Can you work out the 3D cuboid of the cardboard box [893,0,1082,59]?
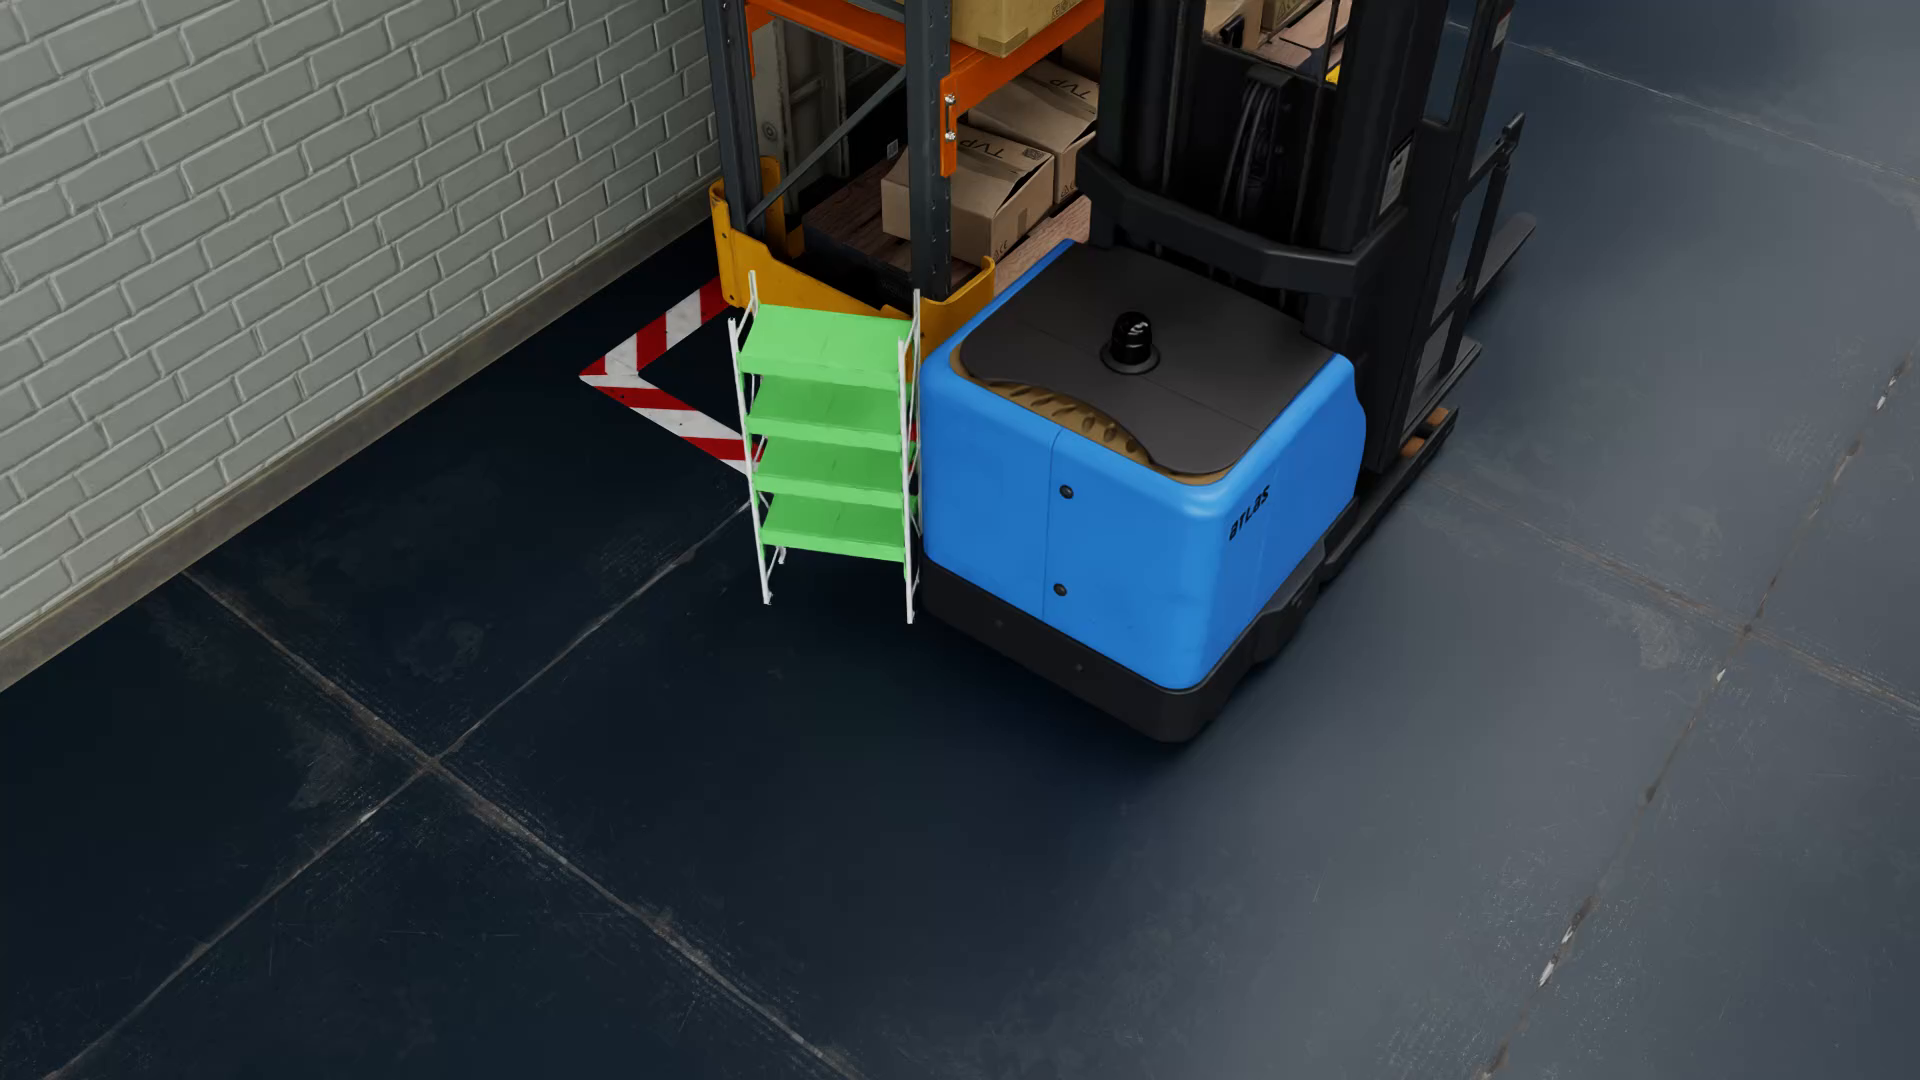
[{"bbox_3d":[0.088,-1.907,5.587,0.500,0.250,0.500,28,52,24],"label":"cardboard box"}]

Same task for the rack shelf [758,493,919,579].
[{"bbox_3d":[-0.385,-0.044,5.382,0.480,0.148,0.258,7,47,7],"label":"rack shelf"}]

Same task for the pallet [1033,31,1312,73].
[{"bbox_3d":[0.856,-2.038,7.551,1.003,0.211,1.213,29,53,25],"label":"pallet"}]

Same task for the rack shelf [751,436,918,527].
[{"bbox_3d":[-0.385,-0.209,5.209,0.480,0.148,0.258,7,47,7],"label":"rack shelf"}]

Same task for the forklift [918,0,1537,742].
[{"bbox_3d":[1.148,-1.420,5.080,1.130,2.935,3.031,28,52,24],"label":"forklift"}]

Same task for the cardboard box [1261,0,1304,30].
[{"bbox_3d":[1.381,-2.779,7.755,0.500,0.500,0.500,25,51,22],"label":"cardboard box"}]

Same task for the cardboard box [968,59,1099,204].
[{"bbox_3d":[0.381,-1.719,6.873,0.500,0.311,0.500,34,55,28],"label":"cardboard box"}]

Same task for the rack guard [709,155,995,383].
[{"bbox_3d":[-0.415,-0.993,6.353,1.175,0.500,0.348,29,53,25],"label":"rack guard"}]

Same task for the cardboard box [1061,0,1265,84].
[{"bbox_3d":[0.869,-2.182,7.184,0.700,0.500,0.500,26,52,23],"label":"cardboard box"}]

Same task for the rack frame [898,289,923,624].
[{"bbox_3d":[-0.144,-0.222,5.132,0.015,1.200,0.240,7,47,7],"label":"rack frame"}]

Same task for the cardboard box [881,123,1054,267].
[{"bbox_3d":[0.033,-1.392,6.561,0.500,0.311,0.500,24,51,21],"label":"cardboard box"}]

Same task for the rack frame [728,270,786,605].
[{"bbox_3d":[-0.625,-0.285,5.193,0.015,1.200,0.240,7,47,7],"label":"rack frame"}]

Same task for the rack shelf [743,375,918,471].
[{"bbox_3d":[-0.385,-0.375,5.035,0.480,0.148,0.258,7,47,7],"label":"rack shelf"}]

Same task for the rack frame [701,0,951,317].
[{"bbox_3d":[-0.462,-1.813,5.408,1.000,3.000,0.127,29,53,25],"label":"rack frame"}]

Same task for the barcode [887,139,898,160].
[{"bbox_3d":[-0.273,-1.583,6.737,0.001,0.075,0.075,29,53,25],"label":"barcode"}]

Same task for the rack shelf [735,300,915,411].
[{"bbox_3d":[-0.385,-0.541,4.862,0.480,0.148,0.258,7,47,7],"label":"rack shelf"}]

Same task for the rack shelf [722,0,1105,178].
[{"bbox_3d":[0.761,-2.709,6.761,1.077,0.370,4.000,29,53,25],"label":"rack shelf"}]

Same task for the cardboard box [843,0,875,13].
[{"bbox_3d":[-0.329,-2.121,5.792,0.500,0.250,0.500,30,53,25],"label":"cardboard box"}]

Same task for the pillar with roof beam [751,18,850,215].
[{"bbox_3d":[2.689,-2.765,2.168,9.100,9.000,0.400,29,53,25],"label":"pillar with roof beam"}]

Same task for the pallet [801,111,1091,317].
[{"bbox_3d":[0.110,-1.343,6.887,1.003,0.211,1.213,29,53,25],"label":"pallet"}]

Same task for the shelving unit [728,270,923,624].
[{"bbox_3d":[-0.385,-0.254,5.162,0.503,1.200,0.258,7,47,7],"label":"shelving unit"}]

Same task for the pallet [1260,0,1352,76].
[{"bbox_3d":[1.601,-2.739,8.220,1.003,0.211,1.213,29,53,25],"label":"pallet"}]
